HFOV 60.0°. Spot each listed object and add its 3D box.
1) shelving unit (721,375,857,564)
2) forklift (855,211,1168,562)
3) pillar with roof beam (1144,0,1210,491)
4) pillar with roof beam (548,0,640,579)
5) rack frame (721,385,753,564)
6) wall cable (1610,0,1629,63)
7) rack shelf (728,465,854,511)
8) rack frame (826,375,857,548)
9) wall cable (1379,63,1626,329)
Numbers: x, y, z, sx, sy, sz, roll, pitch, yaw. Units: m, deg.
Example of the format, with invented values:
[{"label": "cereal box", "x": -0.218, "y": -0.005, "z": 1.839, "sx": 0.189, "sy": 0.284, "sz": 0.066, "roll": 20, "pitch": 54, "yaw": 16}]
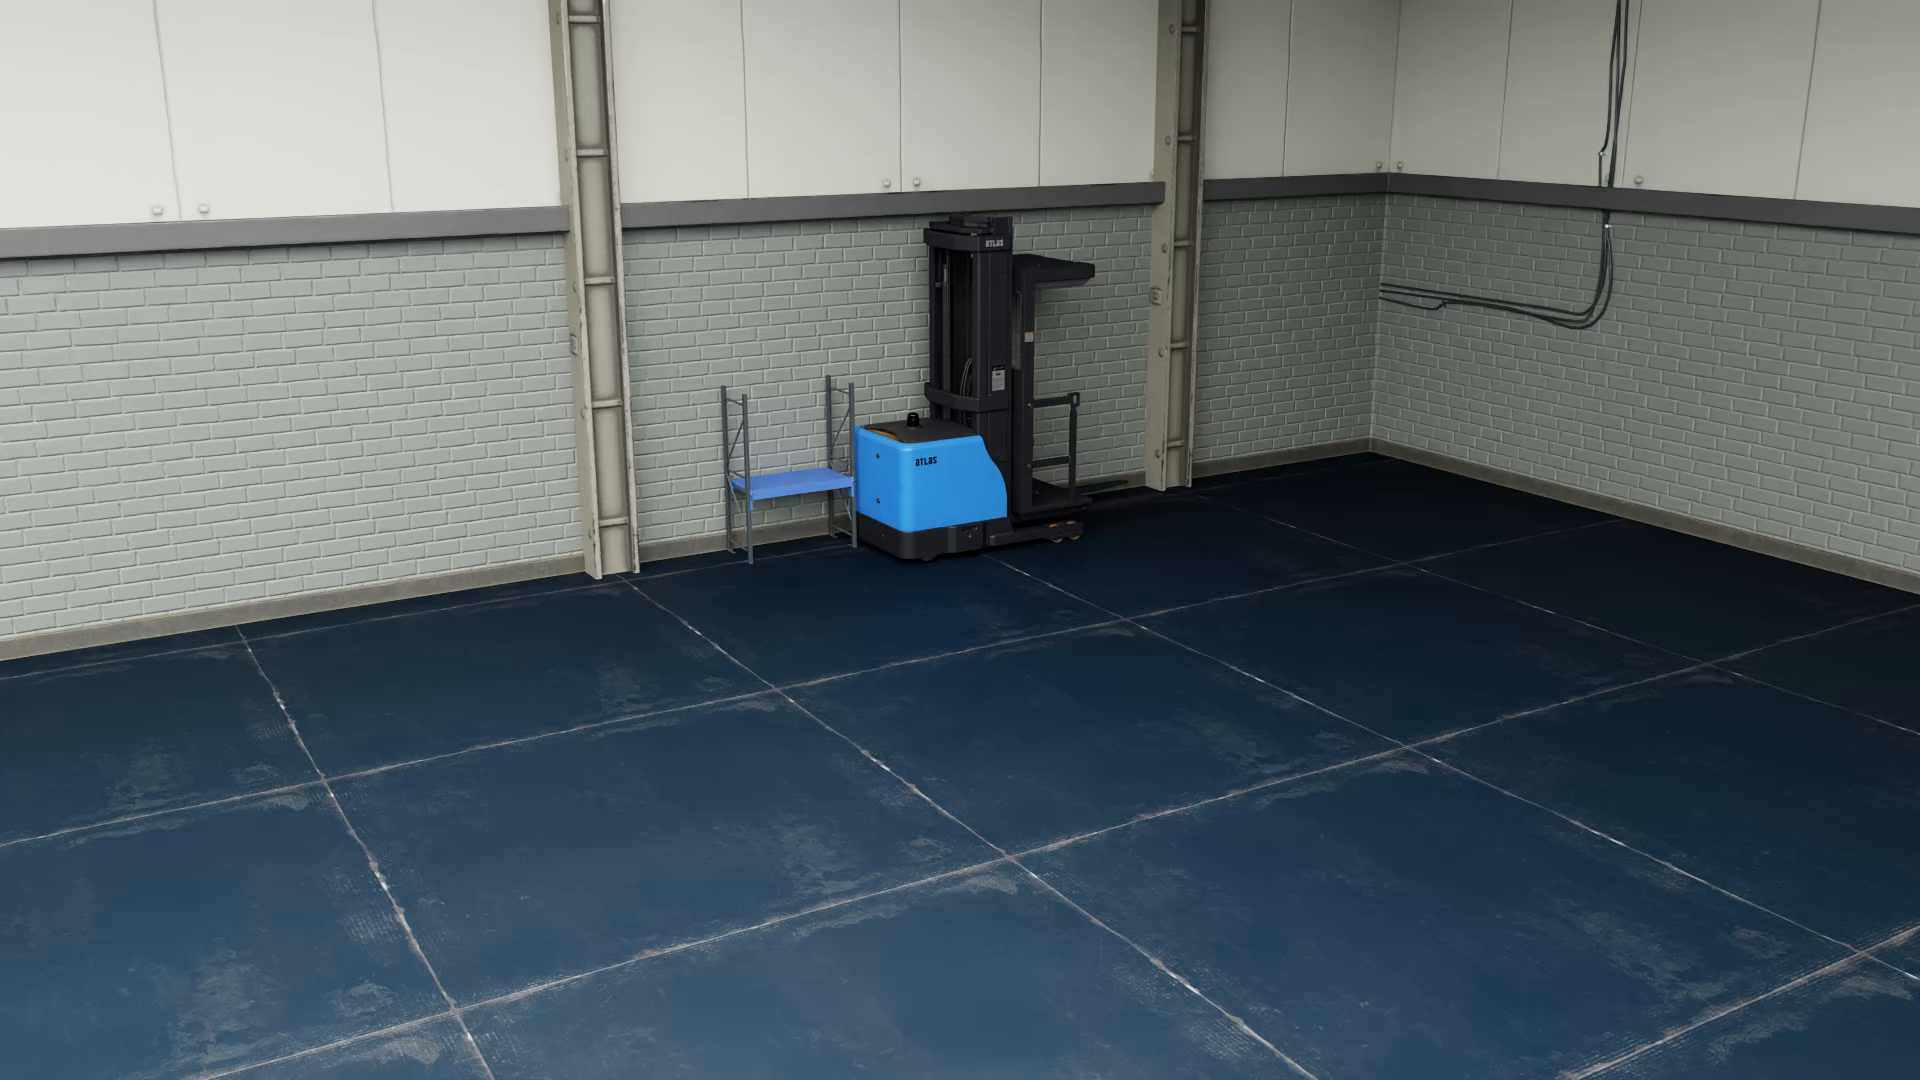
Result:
[{"label": "shelving unit", "x": -1.508, "y": -0.641, "z": 14.758, "sx": 1.048, "sy": 1.500, "sz": 0.538, "roll": -9, "pitch": 18, "yaw": -29}, {"label": "forklift", "x": 0.536, "y": -1.500, "z": 15.172, "sx": 3.031, "sy": 2.935, "sz": 1.130, "roll": -9, "pitch": 18, "yaw": -30}, {"label": "pillar with roof beam", "x": 4.373, "y": -3.902, "z": 12.496, "sx": 0.400, "sy": 9.000, "sz": 9.100, "roll": -9, "pitch": 18, "yaw": -30}, {"label": "pillar with roof beam", "x": -0.771, "y": -3.068, "z": 9.521, "sx": 0.400, "sy": 9.000, "sz": 9.100, "roll": -9, "pitch": 18, "yaw": -30}, {"label": "rack frame", "x": -1.946, "y": -0.571, "z": 14.508, "sx": 0.032, "sy": 1.500, "sz": 0.500, "roll": -9, "pitch": 18, "yaw": -29}, {"label": "wall cable", "x": 6.755, "y": -5.312, "z": 13.924, "sx": 0.112, "sy": 2.526, "sz": 3.097, "roll": -9, "pitch": 18, "yaw": -30}, {"label": "rack shelf", "x": -1.508, "y": -0.468, "z": 14.806, "sx": 1.000, "sy": 0.185, "sz": 0.538, "roll": -9, "pitch": 18, "yaw": -29}, {"label": "rack frame", "x": -1.071, "y": -0.711, "z": 15.008, "sx": 0.032, "sy": 1.500, "sz": 0.500, "roll": -9, "pitch": 18, "yaw": -29}, {"label": "wall cable", "x": 5.362, "y": -3.506, "z": 16.838, "sx": 0.112, "sy": 2.526, "sz": 3.097, "roll": -9, "pitch": 18, "yaw": -30}]
